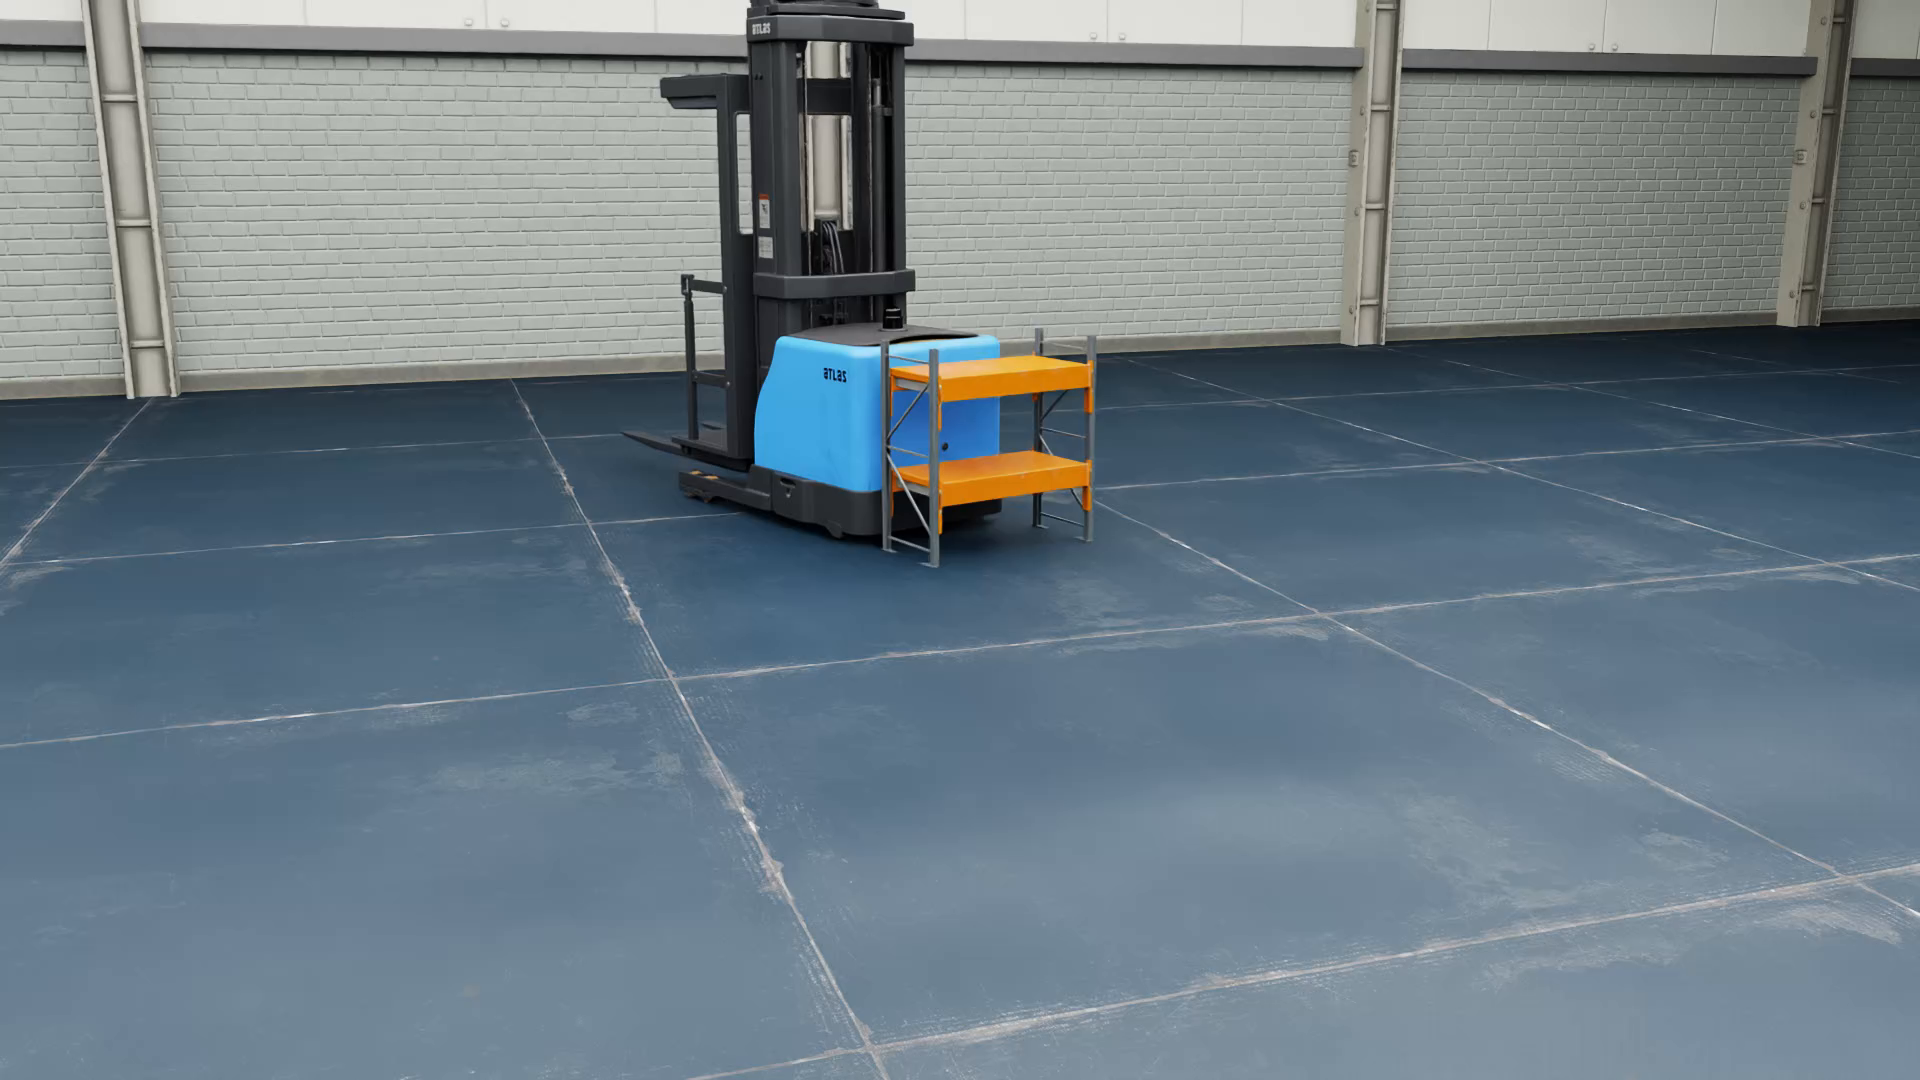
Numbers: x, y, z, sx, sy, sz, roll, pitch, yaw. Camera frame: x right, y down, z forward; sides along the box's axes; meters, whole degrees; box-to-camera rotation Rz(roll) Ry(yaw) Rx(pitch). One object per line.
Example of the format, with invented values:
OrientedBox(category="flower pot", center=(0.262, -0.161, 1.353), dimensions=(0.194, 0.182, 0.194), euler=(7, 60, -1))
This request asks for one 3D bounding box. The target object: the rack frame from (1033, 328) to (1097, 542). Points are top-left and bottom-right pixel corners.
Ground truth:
OrientedBox(category="rack frame", center=(0.571, -0.584, 9.167), dimensions=(0.032, 1.125, 0.500), euler=(-9, 16, -34))

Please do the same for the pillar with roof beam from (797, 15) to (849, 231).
OrientedBox(category="pillar with roof beam", center=(0.073, -5.133, 11.276), dimensions=(0.400, 9.000, 9.100), euler=(-4, 14, -18))

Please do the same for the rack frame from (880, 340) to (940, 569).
OrientedBox(category="rack frame", center=(-0.261, -0.449, 8.599), dimensions=(0.032, 1.125, 0.500), euler=(-9, 16, -34))

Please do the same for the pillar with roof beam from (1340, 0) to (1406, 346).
OrientedBox(category="pillar with roof beam", center=(5.759, -5.576, 13.138), dimensions=(0.400, 9.000, 9.100), euler=(-4, 14, -18))

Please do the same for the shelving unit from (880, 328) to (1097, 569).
OrientedBox(category="shelving unit", center=(0.155, -0.516, 8.883), dimensions=(1.048, 1.125, 0.538), euler=(-9, 16, -34))

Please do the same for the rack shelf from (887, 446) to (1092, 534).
OrientedBox(category="rack shelf", center=(0.155, -0.278, 8.939), dimensions=(1.000, 0.278, 0.538), euler=(-9, 16, -34))

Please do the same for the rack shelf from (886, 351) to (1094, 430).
OrientedBox(category="rack shelf", center=(0.155, -0.801, 8.815), dimensions=(1.000, 0.278, 0.538), euler=(-9, 16, -34))

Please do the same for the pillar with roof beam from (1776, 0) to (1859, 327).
OrientedBox(category="pillar with roof beam", center=(11.446, -6.019, 15.000), dimensions=(0.400, 9.000, 9.100), euler=(-4, 14, -18))

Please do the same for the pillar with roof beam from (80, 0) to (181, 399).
OrientedBox(category="pillar with roof beam", center=(-5.614, -4.690, 9.415), dimensions=(0.400, 9.000, 9.100), euler=(-4, 14, -18))

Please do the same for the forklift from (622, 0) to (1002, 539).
OrientedBox(category="forklift", center=(-1.078, -1.717, 10.026), dimensions=(1.130, 2.935, 3.031), euler=(-11, 17, -38))
